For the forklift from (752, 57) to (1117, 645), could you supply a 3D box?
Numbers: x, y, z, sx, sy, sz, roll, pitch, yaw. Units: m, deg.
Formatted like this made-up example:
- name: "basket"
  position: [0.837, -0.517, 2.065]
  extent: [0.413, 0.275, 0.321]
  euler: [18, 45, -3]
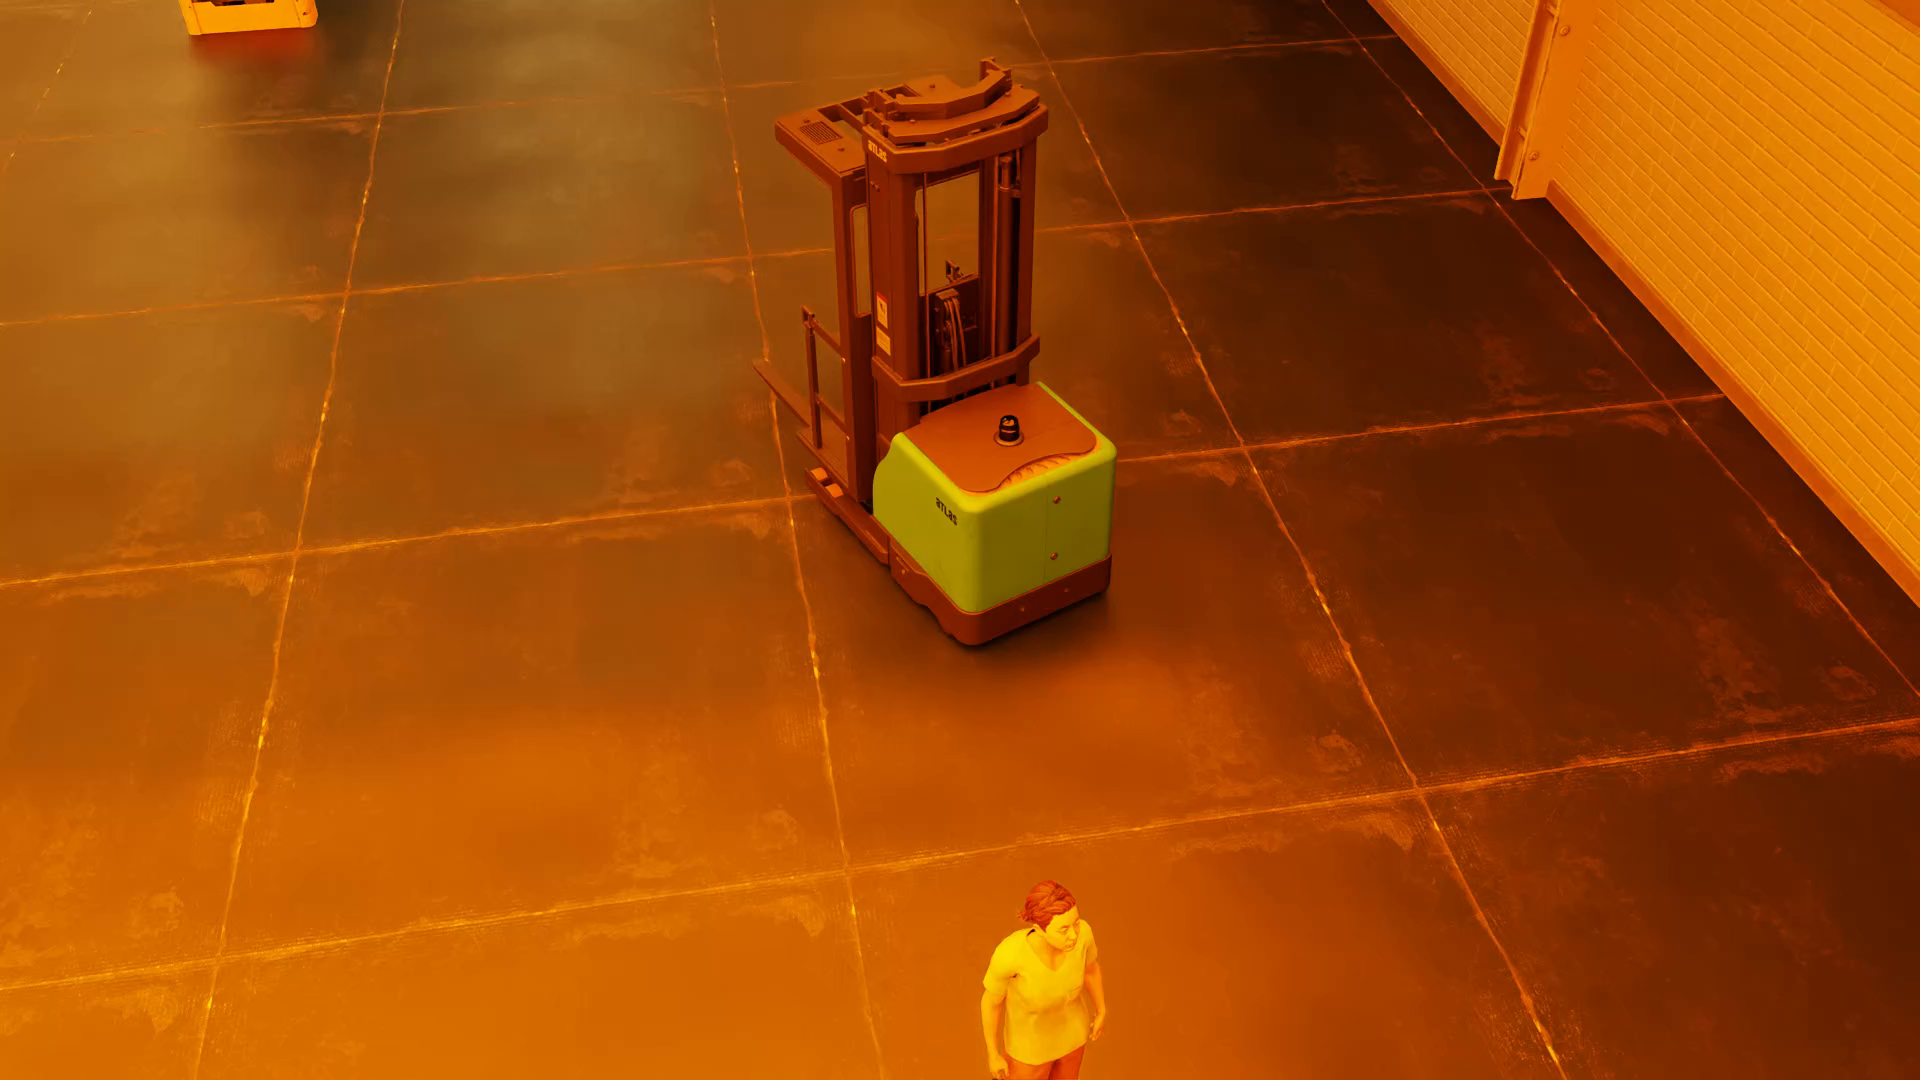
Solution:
- name: "forklift"
  position: [-0.325, -1.450, 9.663]
  extent: [1.130, 2.935, 3.031]
  euler: [-22, 45, -24]

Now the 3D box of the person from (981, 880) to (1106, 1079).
- name: "person"
  position: [0.364, 2.013, 6.548]
  extent: [0.554, 1.676, 0.550]
  euler: [-18, 44, -20]
